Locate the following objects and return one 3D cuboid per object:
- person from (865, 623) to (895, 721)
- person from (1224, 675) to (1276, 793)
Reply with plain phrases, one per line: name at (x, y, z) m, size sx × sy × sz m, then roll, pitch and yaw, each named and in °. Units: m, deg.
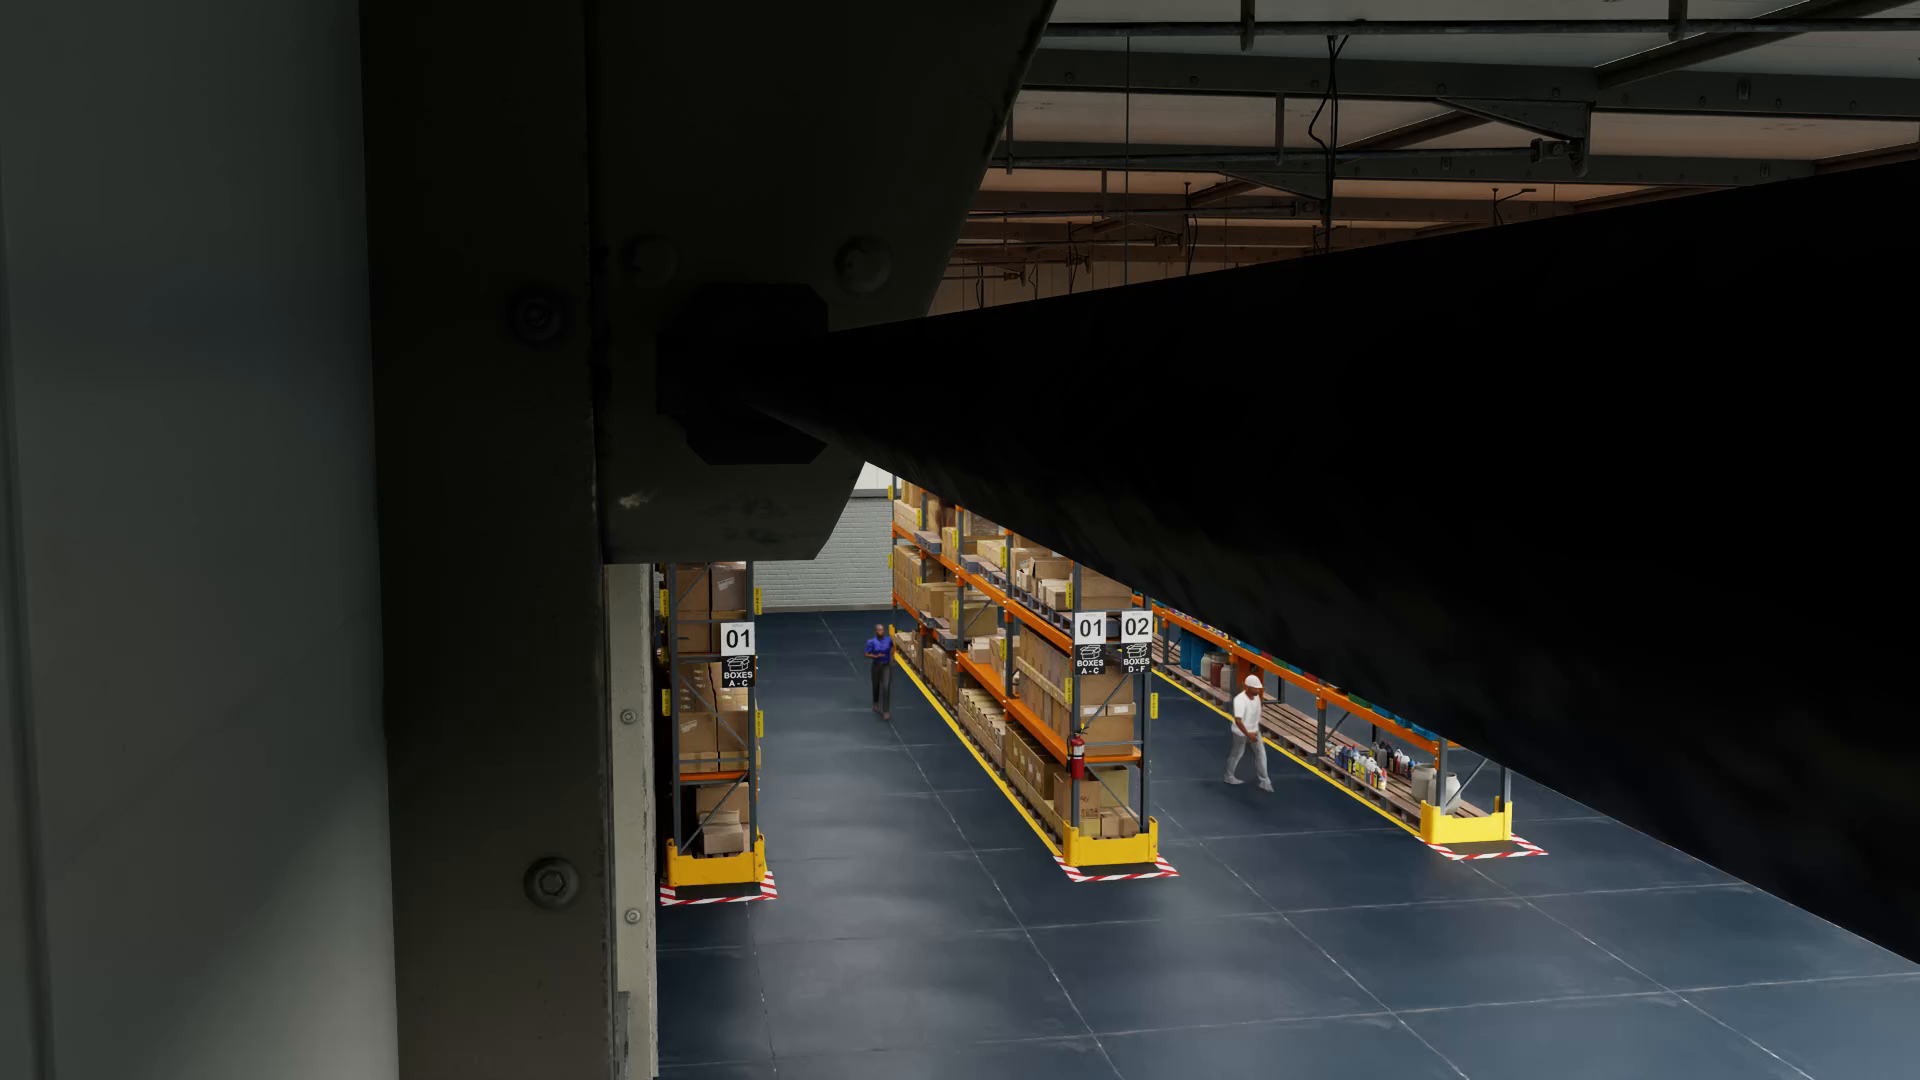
person at (-1.416, 2.295, 29.475) m, size 0.561 × 1.658 × 0.925 m, roll -1°, pitch 6°, yaw -9°
person at (4.206, 2.853, 24.520) m, size 0.622 × 1.789 × 0.832 m, roll -4°, pitch 8°, yaw -36°
